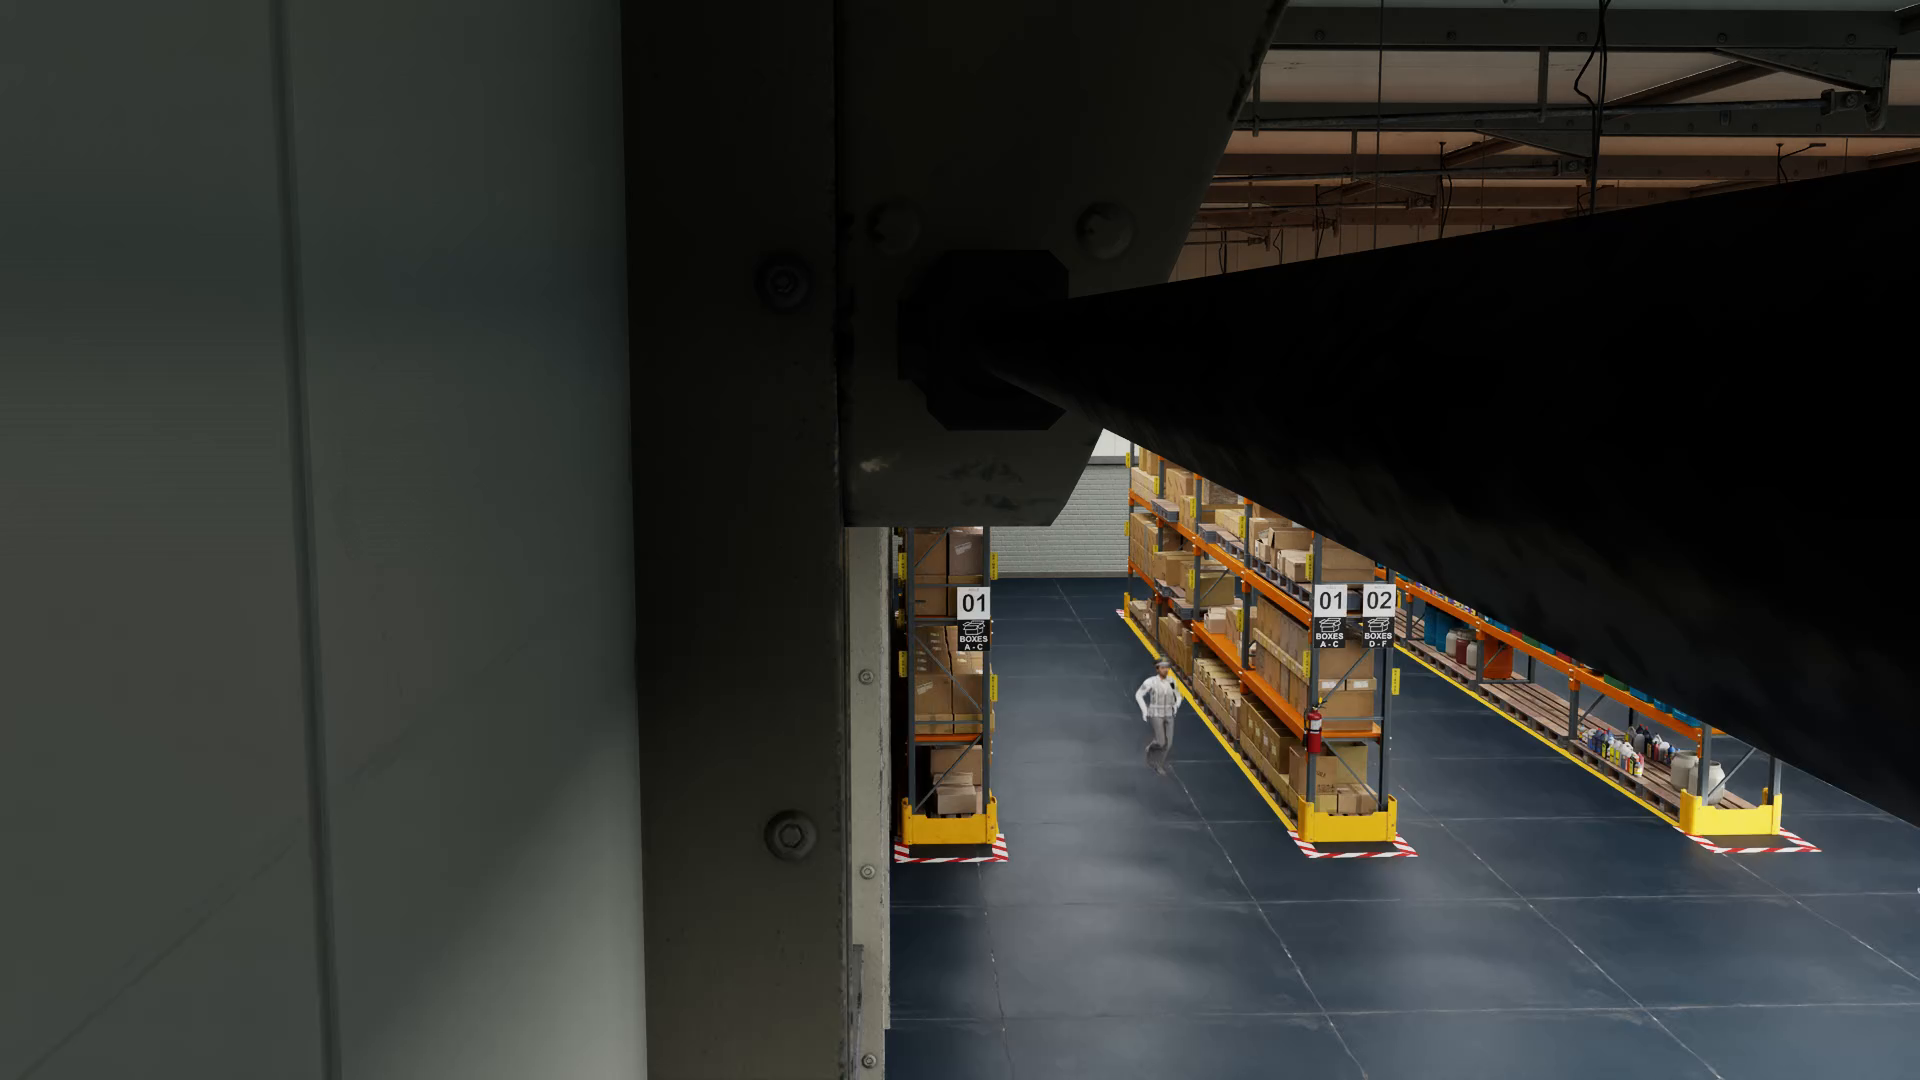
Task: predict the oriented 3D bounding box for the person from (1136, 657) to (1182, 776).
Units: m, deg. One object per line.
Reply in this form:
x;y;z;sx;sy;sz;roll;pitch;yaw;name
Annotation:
2.749;2.403;22.592;0.615;1.658;0.541;-2;8;-16;person
